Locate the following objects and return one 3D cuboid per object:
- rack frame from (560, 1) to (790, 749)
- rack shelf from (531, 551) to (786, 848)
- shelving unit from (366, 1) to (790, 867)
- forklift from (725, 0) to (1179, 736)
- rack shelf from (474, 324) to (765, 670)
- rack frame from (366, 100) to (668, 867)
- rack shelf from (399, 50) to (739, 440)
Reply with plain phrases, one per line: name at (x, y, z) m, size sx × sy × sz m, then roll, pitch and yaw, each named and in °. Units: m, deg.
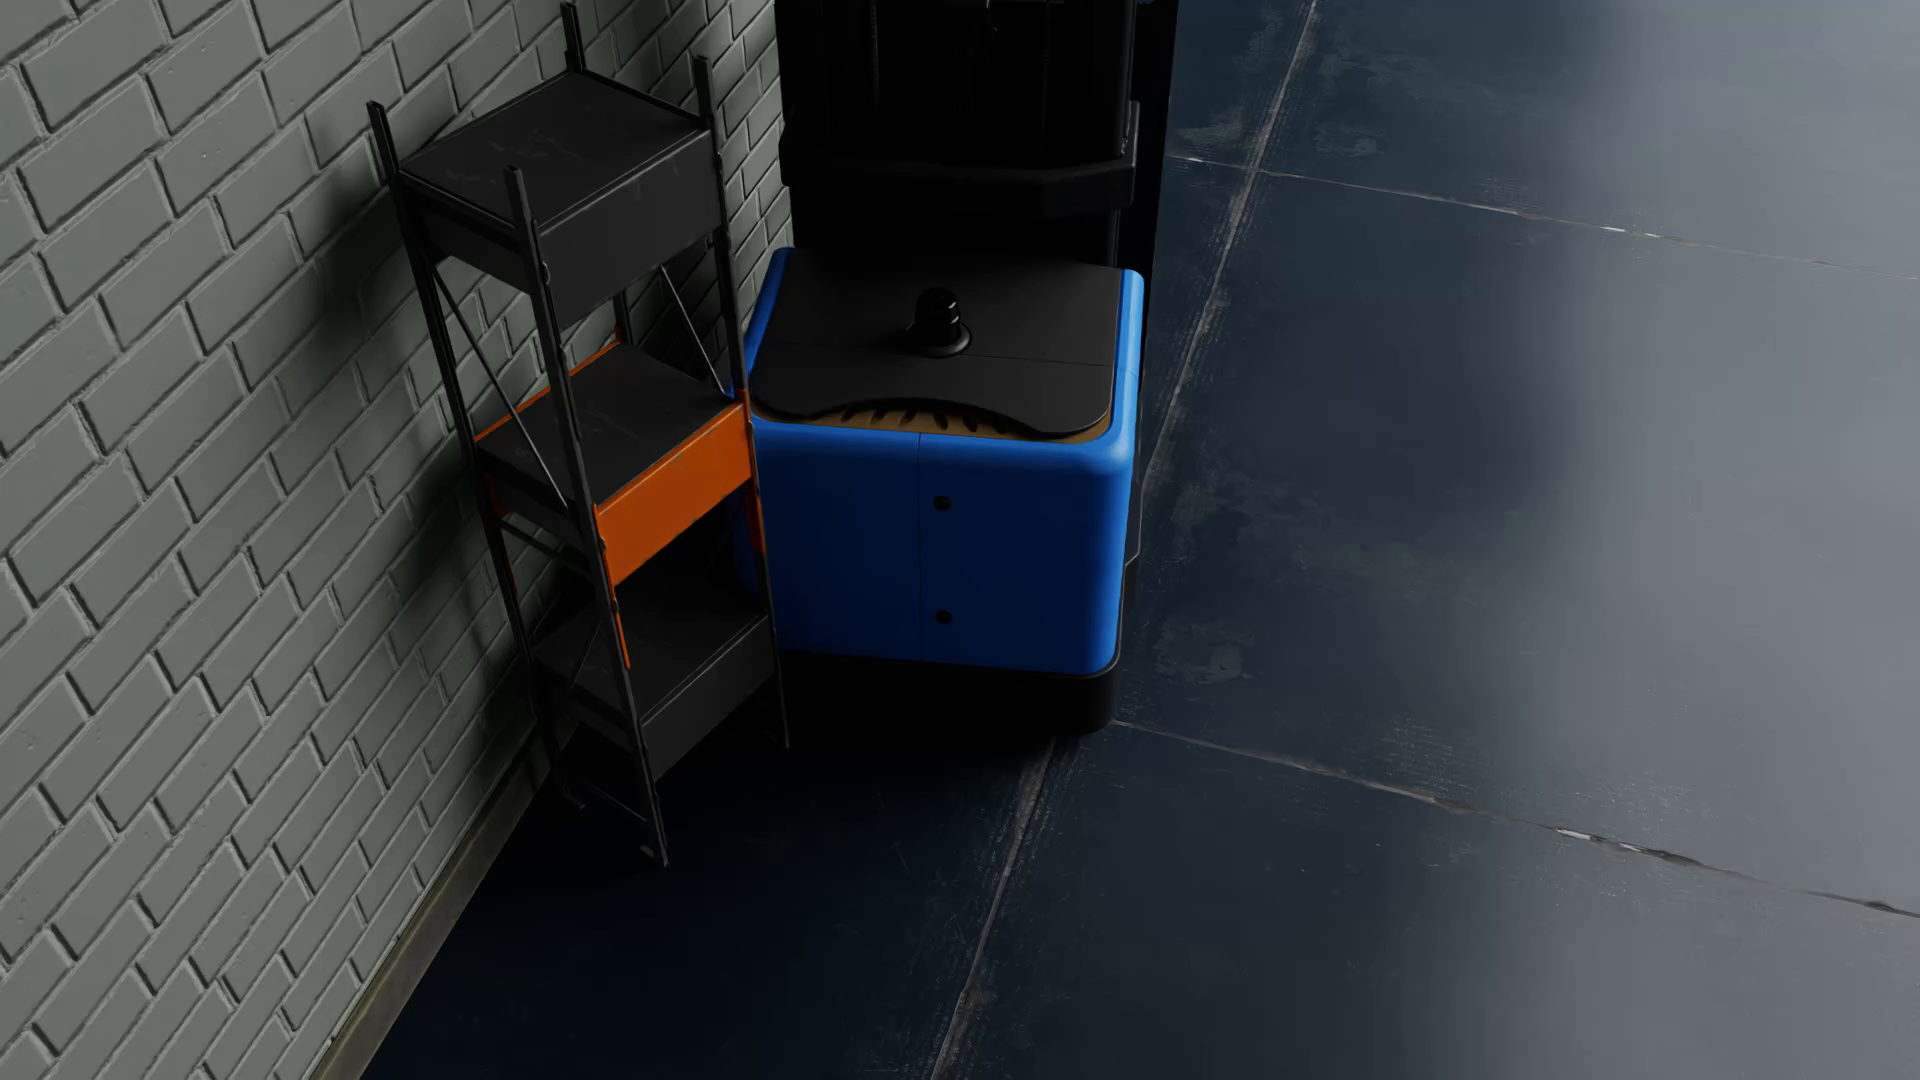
rack frame at (-0.643, -0.252, 4.006) m, size 0.400 × 2.100 × 0.015 m, roll 27°, pitch 51°, yaw 25°
rack shelf at (-0.788, 0.396, 4.365) m, size 0.431 × 0.518 × 0.480 m, roll 27°, pitch 51°, yaw 25°
shelving unit at (-0.788, -0.114, 3.866) m, size 0.431 × 2.100 × 0.503 m, roll 27°, pitch 51°, yaw 25°
forklift at (0.070, -1.541, 4.729) m, size 1.130 × 2.935 × 3.031 m, roll 5°, pitch 45°, yaw 5°
rack shelf at (-0.788, -0.105, 3.875) m, size 0.431 × 0.518 × 0.480 m, roll 27°, pitch 51°, yaw 25°
rack frame at (-0.933, 0.023, 3.725) m, size 0.400 × 2.100 × 0.015 m, roll 27°, pitch 51°, yaw 25°
rack shelf at (-0.788, -0.605, 3.386) m, size 0.431 × 0.518 × 0.480 m, roll 27°, pitch 51°, yaw 25°
